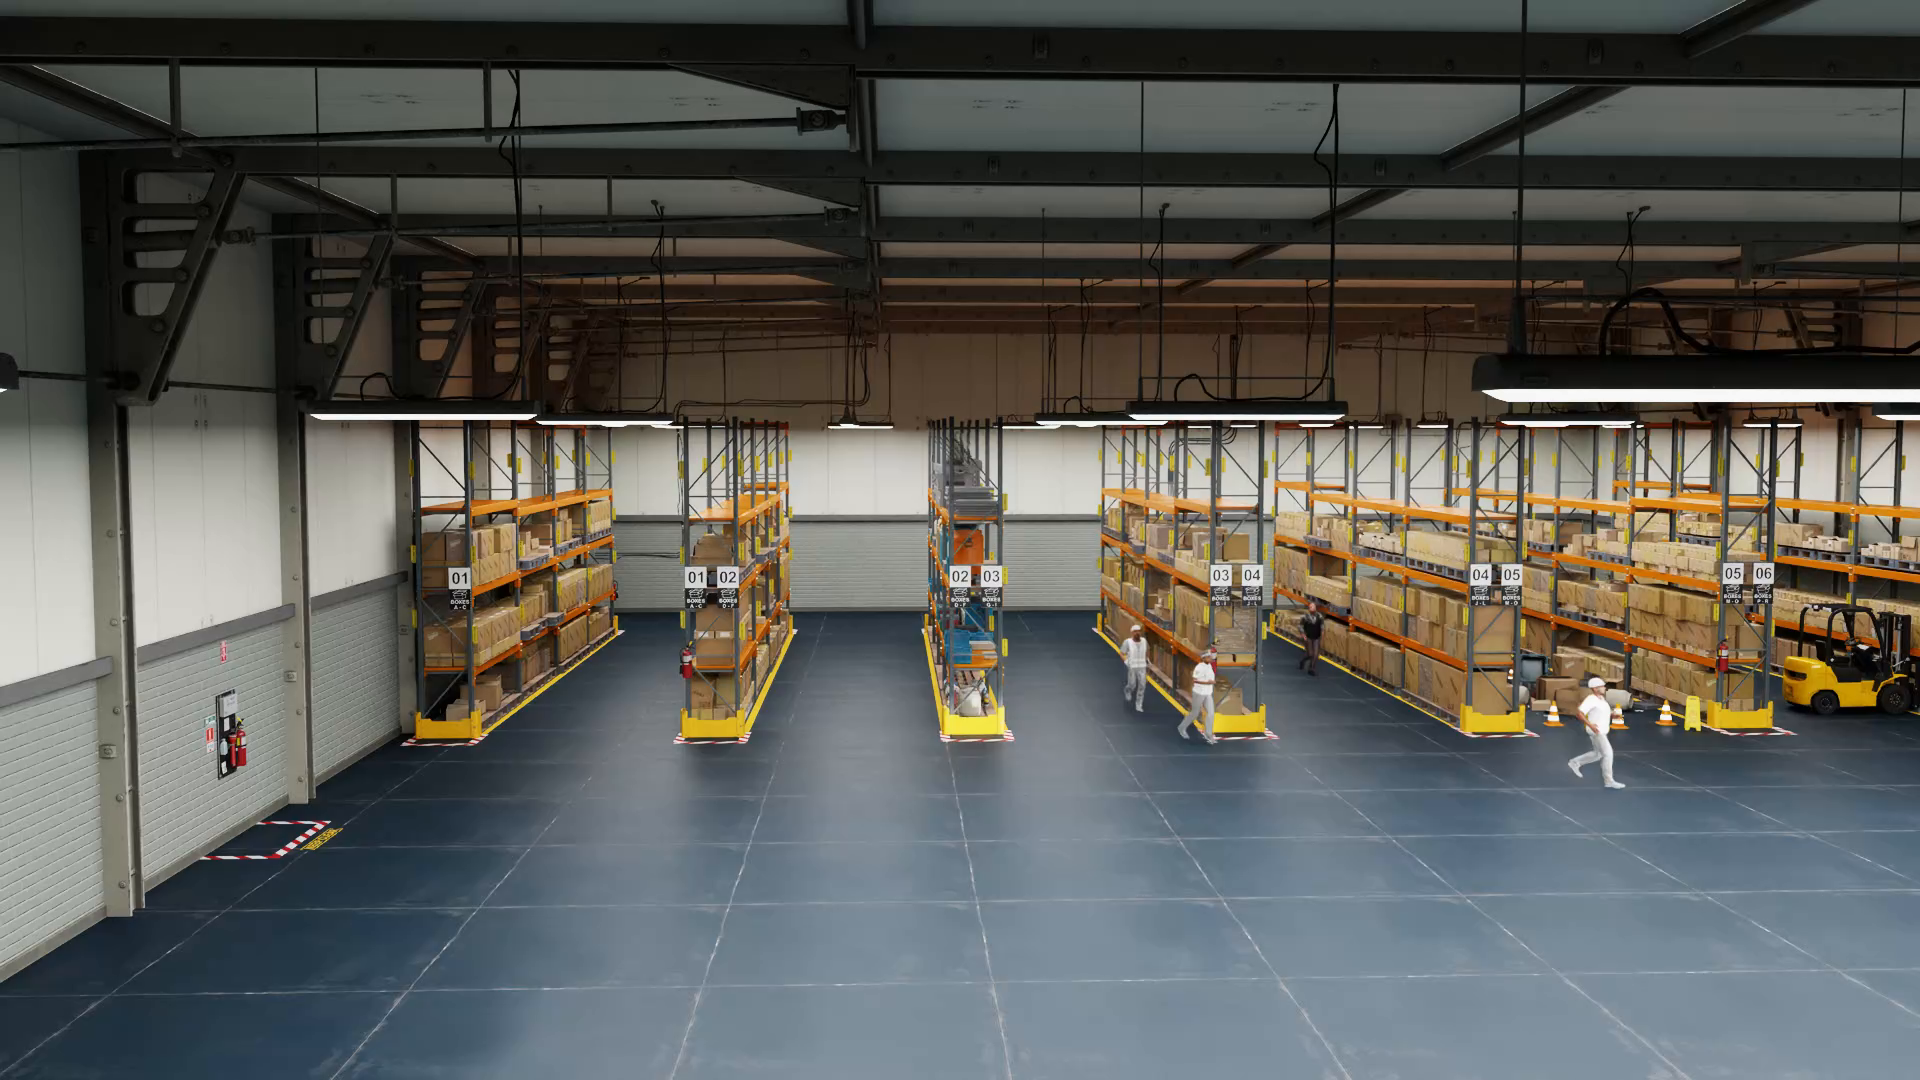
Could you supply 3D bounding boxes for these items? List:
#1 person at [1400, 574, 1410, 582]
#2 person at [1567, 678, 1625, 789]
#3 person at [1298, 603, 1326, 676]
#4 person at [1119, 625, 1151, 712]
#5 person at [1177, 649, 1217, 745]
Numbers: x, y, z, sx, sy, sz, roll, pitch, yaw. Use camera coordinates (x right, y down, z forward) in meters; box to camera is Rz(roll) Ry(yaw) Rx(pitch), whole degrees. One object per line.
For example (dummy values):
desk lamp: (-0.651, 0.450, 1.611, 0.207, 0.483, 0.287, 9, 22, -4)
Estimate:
person: (13.196, 1.696, 49.315, 0.670, 1.692, 0.579, 0, 4, -4)
person: (10.259, 3.093, 26.794, 0.933, 1.747, 0.713, 3, 5, 35)
person: (8.296, 2.334, 39.155, 0.656, 1.696, 0.627, 0, 4, -5)
person: (3.627, 2.622, 34.207, 0.688, 1.757, 0.730, -1, 4, -12)
person: (4.469, 2.870, 30.754, 0.589, 1.728, 0.842, -3, 5, -43)
